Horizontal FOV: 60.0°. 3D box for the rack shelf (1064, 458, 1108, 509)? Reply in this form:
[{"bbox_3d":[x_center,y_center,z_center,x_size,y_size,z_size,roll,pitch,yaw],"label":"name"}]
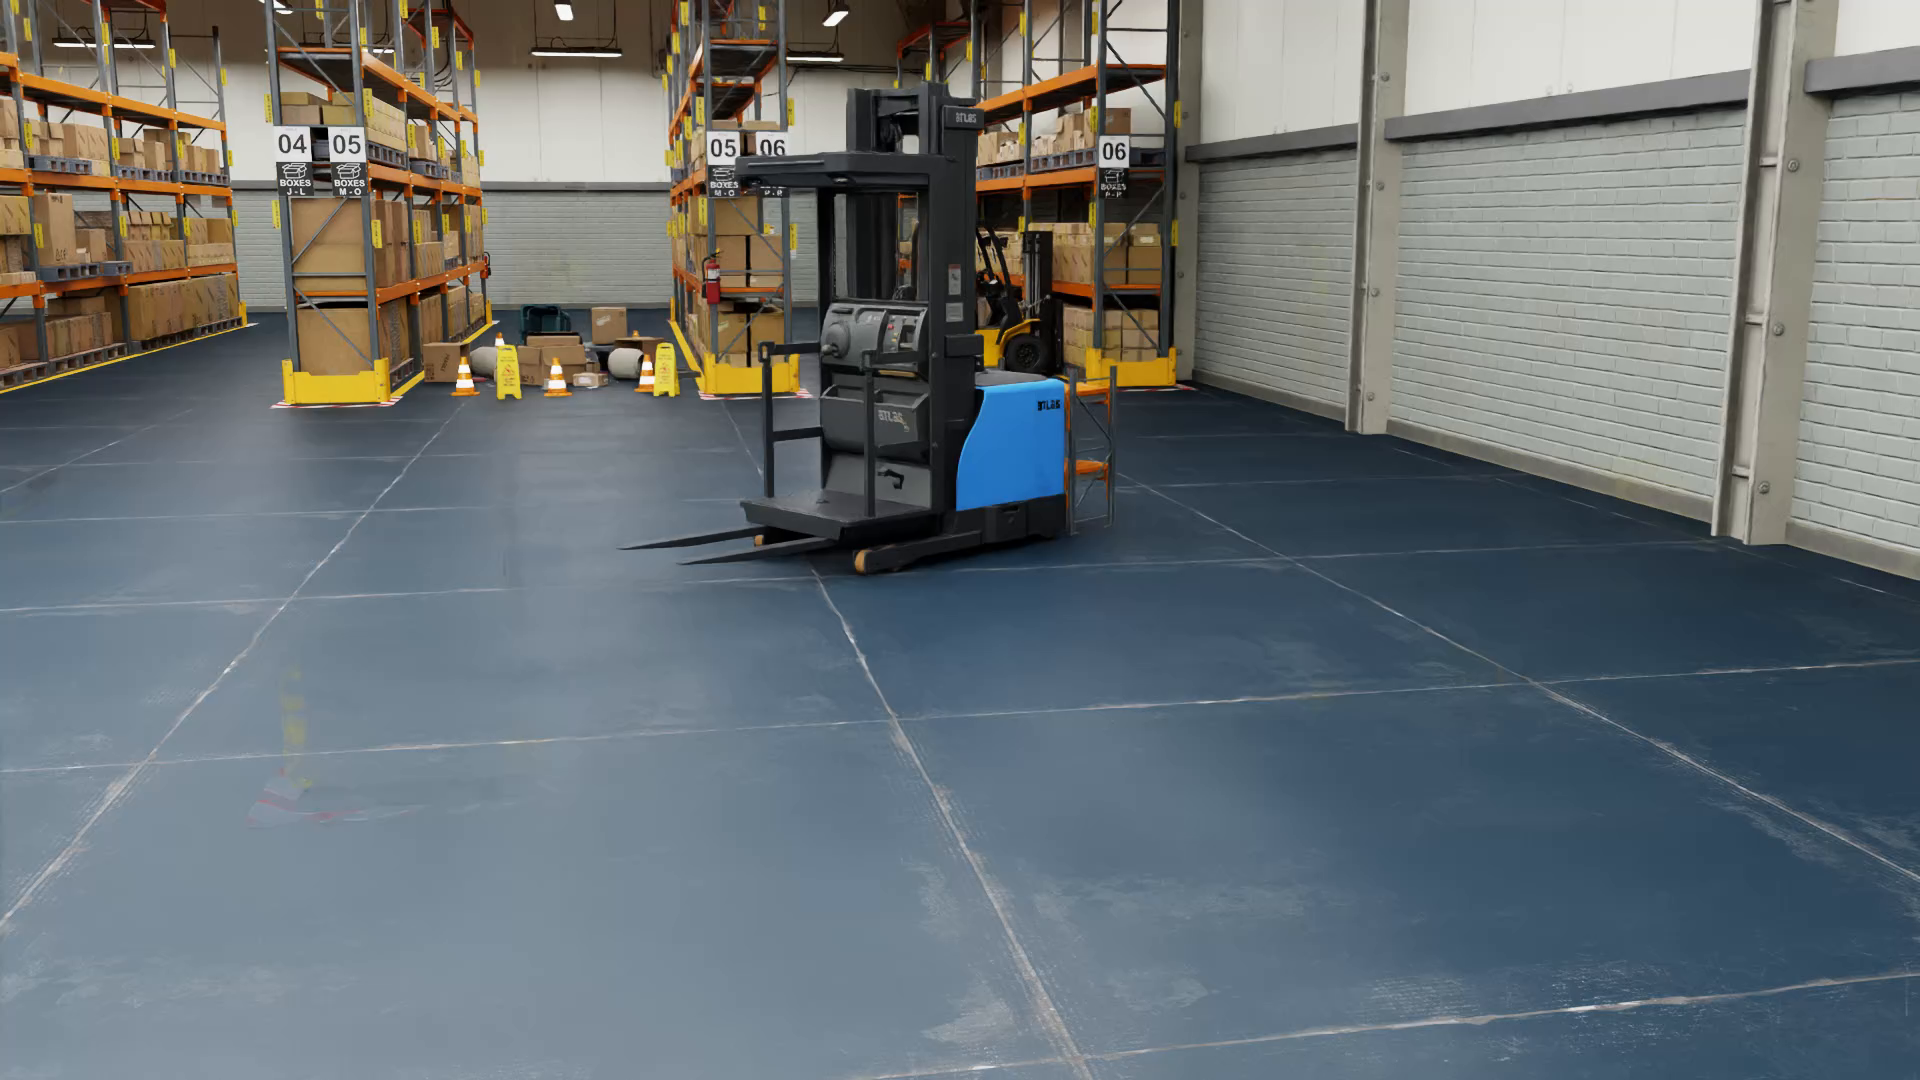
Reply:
[{"bbox_3d":[0.532,-0.443,11.825,1.000,0.278,0.538,9,14,41],"label":"rack shelf"}]

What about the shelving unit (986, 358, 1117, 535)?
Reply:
[{"bbox_3d":[0.532,-0.684,11.780,1.048,1.125,0.538,9,14,41],"label":"shelving unit"}]

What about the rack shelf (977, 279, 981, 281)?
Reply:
[{"bbox_3d":[0.304,-5.002,31.378,1.077,0.370,4.000,-2,11,-11],"label":"rack shelf"}]

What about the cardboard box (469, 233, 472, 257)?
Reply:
[{"bbox_3d":[-9.742,-5.728,32.207,0.500,0.500,0.500,-2,11,-11],"label":"cardboard box"}]

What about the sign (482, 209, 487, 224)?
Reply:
[{"bbox_3d":[-10.019,-6.817,35.046,0.100,0.325,0.005,-2,11,-11],"label":"sign"}]

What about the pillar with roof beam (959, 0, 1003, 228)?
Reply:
[{"bbox_3d":[-3.560,-8.673,32.698,9.100,9.000,0.548,-2,11,-11],"label":"pillar with roof beam"}]

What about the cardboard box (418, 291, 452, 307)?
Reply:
[{"bbox_3d":[-8.908,-4.091,28.224,0.500,0.250,0.500,-3,11,-14],"label":"cardboard box"}]

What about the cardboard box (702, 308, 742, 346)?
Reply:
[{"bbox_3d":[-3.227,-2.890,22.583,0.500,0.500,0.500,-2,11,-12],"label":"cardboard box"}]

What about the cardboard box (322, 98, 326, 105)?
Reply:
[{"bbox_3d":[-8.050,-5.374,20.537,0.380,0.149,0.250,-2,11,-11],"label":"cardboard box"}]

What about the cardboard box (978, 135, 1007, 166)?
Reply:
[{"bbox_3d":[0.594,-6.625,28.301,0.500,0.500,0.500,-2,11,-11],"label":"cardboard box"}]

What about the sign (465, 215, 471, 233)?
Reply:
[{"bbox_3d":[-9.246,-5.932,31.244,0.100,0.325,0.005,-2,11,-11],"label":"sign"}]

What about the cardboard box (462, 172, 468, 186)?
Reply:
[{"bbox_3d":[-9.621,-6.837,31.473,0.500,0.250,0.500,-2,11,-8],"label":"cardboard box"}]

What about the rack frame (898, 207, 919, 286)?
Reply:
[{"bbox_3d":[-0.863,-6.456,37.093,1.000,3.000,0.127,-2,11,-11],"label":"rack frame"}]

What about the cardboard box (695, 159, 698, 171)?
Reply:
[{"bbox_3d":[-3.413,-5.118,22.714,0.380,0.149,0.250,-2,11,-12],"label":"cardboard box"}]

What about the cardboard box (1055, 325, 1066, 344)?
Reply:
[{"bbox_3d":[1.639,-2.887,23.234,0.500,0.250,0.500,-2,11,-12],"label":"cardboard box"}]

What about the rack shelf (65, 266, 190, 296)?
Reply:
[{"bbox_3d":[-14.285,-4.460,28.533,1.077,0.370,4.000,-2,11,-11],"label":"rack shelf"}]

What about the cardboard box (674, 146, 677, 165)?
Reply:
[{"bbox_3d":[-5.067,-7.098,31.052,0.500,0.500,0.500,-2,11,-12],"label":"cardboard box"}]

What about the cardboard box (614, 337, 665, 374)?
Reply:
[{"bbox_3d":[-4.524,-2.601,23.518,0.500,0.500,0.500,6,12,28],"label":"cardboard box"}]

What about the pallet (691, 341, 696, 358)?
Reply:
[{"bbox_3d":[-3.791,-3.071,26.766,1.003,0.211,1.213,-2,11,-11],"label":"pallet"}]

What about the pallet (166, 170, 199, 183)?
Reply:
[{"bbox_3d":[-14.823,-6.761,30.911,1.003,0.211,1.213,-2,11,-11],"label":"pallet"}]

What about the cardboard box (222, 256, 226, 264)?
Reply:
[{"bbox_3d":[-14.912,-5.598,33.256,0.380,0.149,0.250,-2,11,-10],"label":"cardboard box"}]

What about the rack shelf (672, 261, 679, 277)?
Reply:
[{"bbox_3d":[-5.343,-5.554,34.281,1.077,0.370,4.000,-2,11,-11],"label":"rack shelf"}]

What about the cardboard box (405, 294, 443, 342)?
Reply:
[{"bbox_3d":[-8.981,-3.595,26.956,1.050,0.750,0.750,-2,11,-12],"label":"cardboard box"}]

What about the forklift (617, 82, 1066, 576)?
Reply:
[{"bbox_3d":[-0.695,-1.329,10.338,3.031,2.935,1.130,-10,15,-43],"label":"forklift"}]

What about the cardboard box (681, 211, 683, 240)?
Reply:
[{"bbox_3d":[-4.641,-5.527,29.270,0.500,0.500,0.500,-2,11,-10],"label":"cardboard box"}]

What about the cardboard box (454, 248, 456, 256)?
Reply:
[{"bbox_3d":[-9.420,-5.266,30.392,0.380,0.149,0.250,-2,11,-11],"label":"cardboard box"}]

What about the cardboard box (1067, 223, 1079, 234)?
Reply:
[{"bbox_3d":[1.681,-4.276,22.845,0.380,0.149,0.250,-2,11,-10],"label":"cardboard box"}]

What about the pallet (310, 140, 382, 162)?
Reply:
[{"bbox_3d":[-7.610,-4.707,20.120,1.003,0.211,1.213,-2,11,-11],"label":"pallet"}]

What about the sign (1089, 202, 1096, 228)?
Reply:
[{"bbox_3d":[1.714,-4.189,21.454,0.100,0.325,0.005,-2,11,-11],"label":"sign"}]

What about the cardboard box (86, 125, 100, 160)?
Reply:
[{"bbox_3d":[-13.448,-6.043,25.298,0.500,0.500,0.500,-2,11,-11],"label":"cardboard box"}]

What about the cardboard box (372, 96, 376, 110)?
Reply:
[{"bbox_3d":[-7.306,-5.305,20.170,0.380,0.149,0.250,-2,11,-12],"label":"cardboard box"}]

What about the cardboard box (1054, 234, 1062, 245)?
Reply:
[{"bbox_3d":[1.556,-4.270,23.608,0.380,0.149,0.250,-2,11,-12],"label":"cardboard box"}]

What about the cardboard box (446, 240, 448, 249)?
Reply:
[{"bbox_3d":[-9.160,-5.170,29.090,0.380,0.149,0.250,-2,11,-12],"label":"cardboard box"}]

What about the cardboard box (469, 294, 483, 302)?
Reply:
[{"bbox_3d":[-10.048,-4.995,34.329,0.380,0.149,0.250,-2,11,-12],"label":"cardboard box"}]

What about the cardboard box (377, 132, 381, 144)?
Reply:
[{"bbox_3d":[-7.356,-4.961,20.497,0.380,0.149,0.250,-2,11,-11],"label":"cardboard box"}]

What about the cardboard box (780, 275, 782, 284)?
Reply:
[{"bbox_3d":[-2.518,-3.384,21.625,0.380,0.149,0.250,-2,11,-13],"label":"cardboard box"}]

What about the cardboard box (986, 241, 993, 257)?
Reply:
[{"bbox_3d":[0.720,-4.882,27.886,0.500,0.250,0.500,-2,11,-12],"label":"cardboard box"}]

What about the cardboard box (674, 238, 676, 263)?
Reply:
[{"bbox_3d":[-5.512,-5.852,33.651,0.500,0.500,0.500,-2,11,-12],"label":"cardboard box"}]

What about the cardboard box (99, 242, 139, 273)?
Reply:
[{"bbox_3d":[-13.724,-4.595,27.049,0.500,0.500,0.500,-2,11,-9],"label":"cardboard box"}]

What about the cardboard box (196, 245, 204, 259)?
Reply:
[{"bbox_3d":[-14.601,-5.440,31.362,0.500,0.250,0.500,-2,11,-11],"label":"cardboard box"}]

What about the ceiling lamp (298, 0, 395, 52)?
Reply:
[{"bbox_3d":[-13.487,-12.313,36.211,2.000,3.185,0.800,-2,11,-11],"label":"ceiling lamp"}]

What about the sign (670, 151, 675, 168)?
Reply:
[{"bbox_3d":[-5.498,-7.287,31.842,0.100,0.325,0.005,-2,11,-11],"label":"sign"}]

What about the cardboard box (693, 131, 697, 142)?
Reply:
[{"bbox_3d":[-3.510,-5.601,23.121,0.380,0.149,0.250,-2,11,-11],"label":"cardboard box"}]

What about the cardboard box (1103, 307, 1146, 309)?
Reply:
[{"bbox_3d":[2.240,-3.055,22.779,0.500,0.250,0.500,-2,11,-11],"label":"cardboard box"}]

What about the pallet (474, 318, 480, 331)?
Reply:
[{"bbox_3d":[-10.196,-4.319,33.322,1.003,0.211,1.213,-2,11,-11],"label":"pallet"}]

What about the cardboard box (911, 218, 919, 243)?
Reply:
[{"bbox_3d":[-0.747,-6.529,35.075,0.500,0.500,0.500,-2,11,-10],"label":"cardboard box"}]

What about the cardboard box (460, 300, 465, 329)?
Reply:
[{"bbox_3d":[-9.299,-4.100,30.278,0.500,0.500,0.500,-2,11,-12],"label":"cardboard box"}]

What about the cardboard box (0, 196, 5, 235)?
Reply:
[{"bbox_3d":[-12.566,-4.144,21.209,0.500,0.500,0.500,-2,11,-11],"label":"cardboard box"}]

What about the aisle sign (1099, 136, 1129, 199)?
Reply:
[{"bbox_3d":[1.973,-4.776,21.312,0.394,0.787,0.004,-2,11,-11],"label":"aisle sign"}]

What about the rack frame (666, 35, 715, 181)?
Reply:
[{"bbox_3d":[-5.732,-9.222,35.580,1.000,3.000,0.127,-2,11,-11],"label":"rack frame"}]

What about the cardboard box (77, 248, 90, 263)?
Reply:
[{"bbox_3d":[-13.307,-4.291,24.956,0.396,0.266,0.258,-2,11,-13],"label":"cardboard box"}]

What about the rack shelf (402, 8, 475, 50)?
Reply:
[{"bbox_3d":[-10.178,-9.936,32.366,1.077,0.370,4.000,-2,11,-11],"label":"rack shelf"}]
